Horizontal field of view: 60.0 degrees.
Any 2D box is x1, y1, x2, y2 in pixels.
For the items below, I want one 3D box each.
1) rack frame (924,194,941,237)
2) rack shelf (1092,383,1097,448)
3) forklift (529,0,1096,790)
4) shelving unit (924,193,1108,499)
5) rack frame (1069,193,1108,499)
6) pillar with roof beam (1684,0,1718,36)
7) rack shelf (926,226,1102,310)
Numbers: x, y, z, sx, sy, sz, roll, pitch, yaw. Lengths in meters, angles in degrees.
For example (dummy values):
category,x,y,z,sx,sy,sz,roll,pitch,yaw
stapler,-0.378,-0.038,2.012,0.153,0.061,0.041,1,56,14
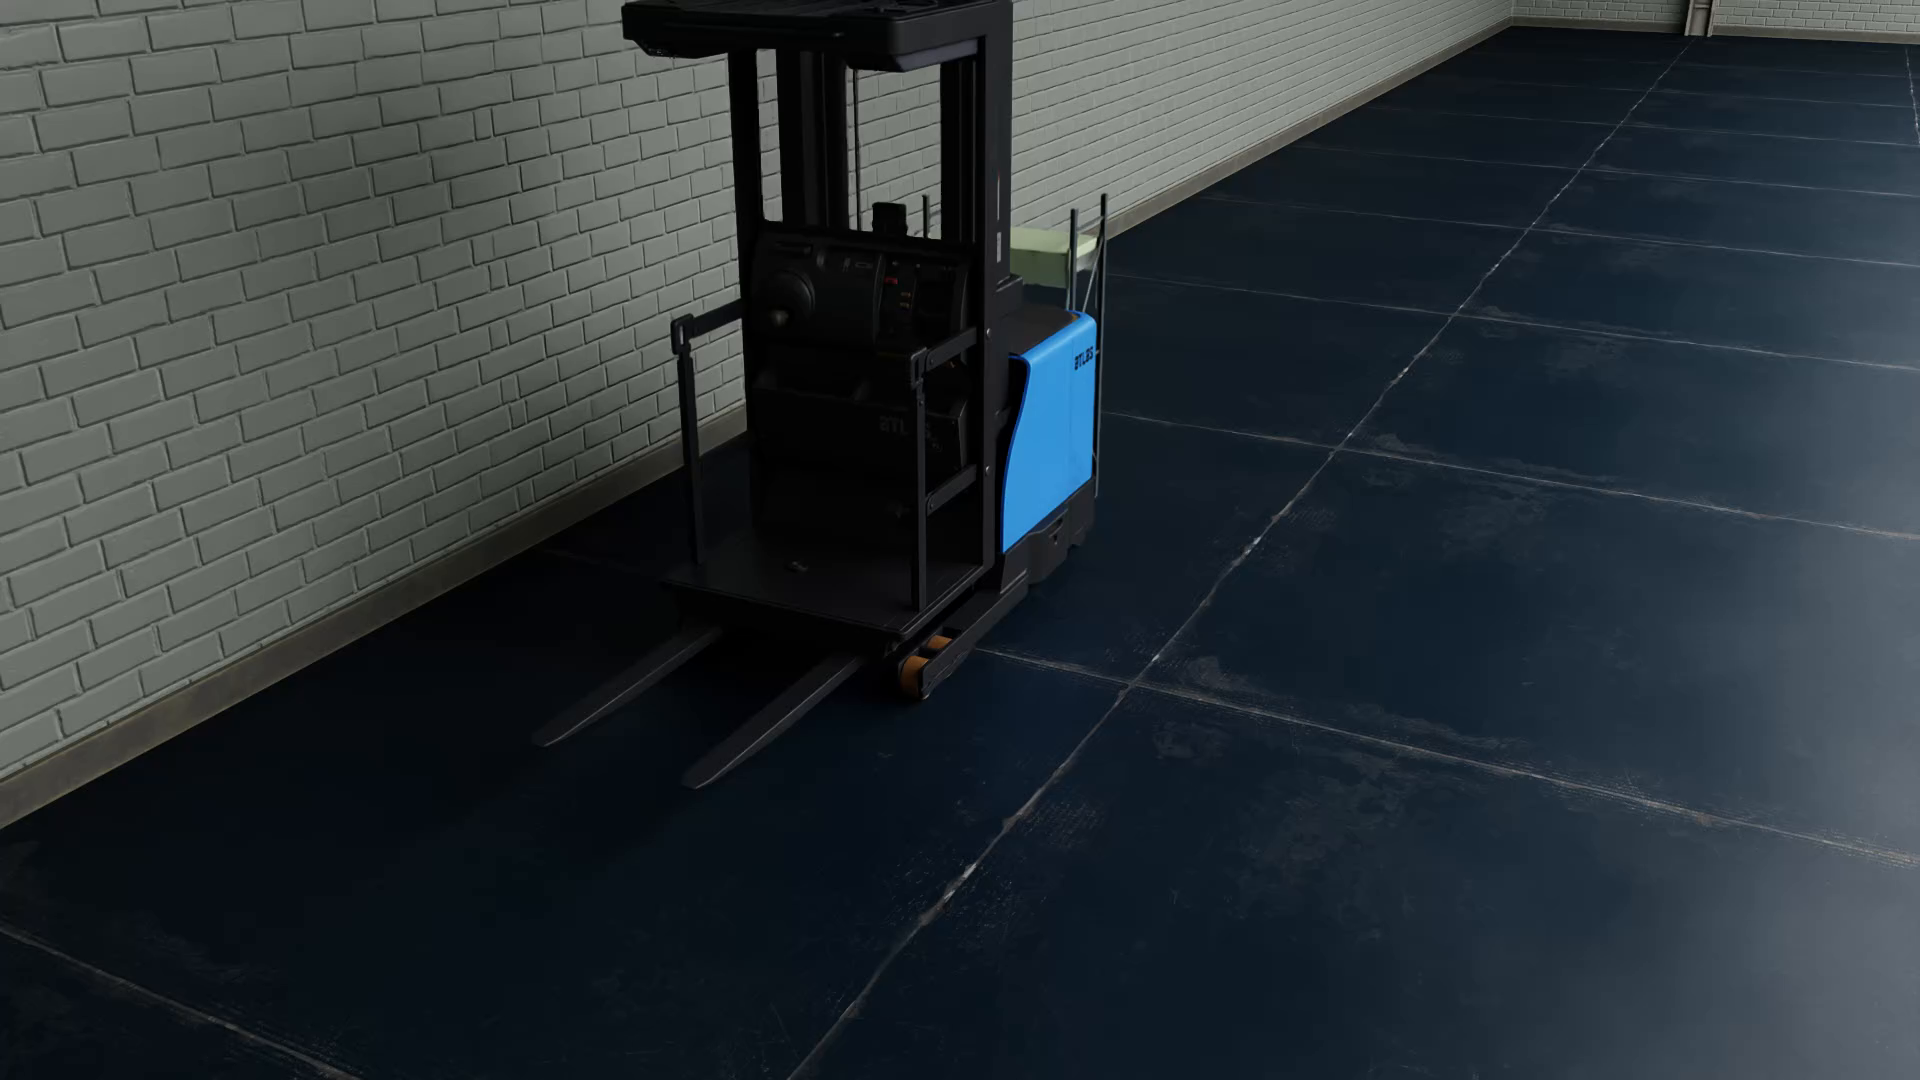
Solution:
category,x,y,z,sx,sy,sz,roll,pitch,yaw
rack frame,-0.071,-0.967,8.108,0.023,1.500,0.400,11,25,24
rack shelf,0.258,-0.604,8.087,0.720,0.370,0.431,11,25,24
forklift,-0.482,-0.937,6.209,1.130,2.935,3.031,11,25,24
shelving unit,0.258,-0.904,7.959,0.755,1.500,0.431,11,25,24
rack frame,0.587,-0.841,7.811,0.023,1.500,0.400,11,25,24
pillar with roof beam,10.091,-10.875,21.823,0.400,9.000,9.100,11,25,25
rack shelf,0.258,-1.263,7.807,0.720,0.370,0.431,11,25,24
